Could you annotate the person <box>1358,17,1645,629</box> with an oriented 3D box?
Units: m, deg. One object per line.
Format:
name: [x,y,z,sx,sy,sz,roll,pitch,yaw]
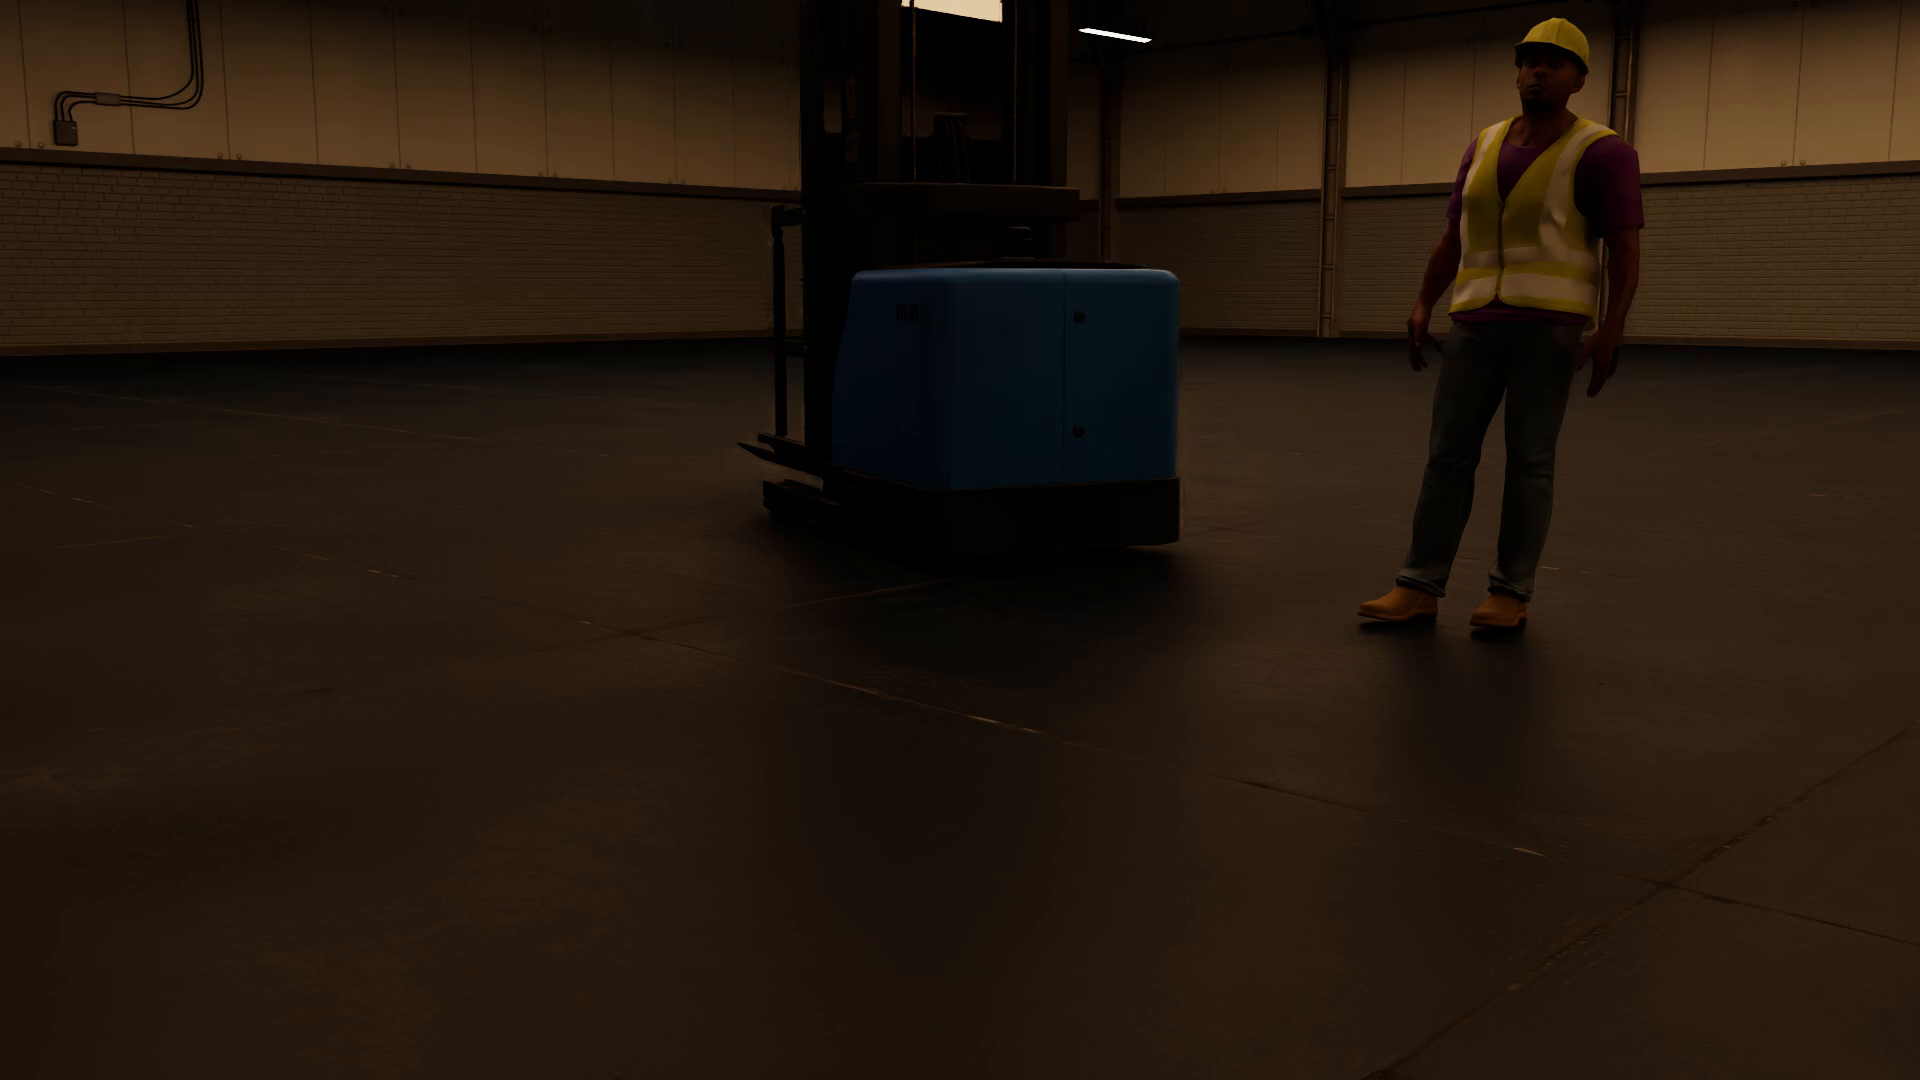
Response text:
person: [1.594,-0.621,4.862,0.578,1.765,0.666,-8,12,-44]

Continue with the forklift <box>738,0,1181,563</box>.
forklift: [-0.229,-1.547,7.147,1.130,2.935,3.031,-4,9,-23]
